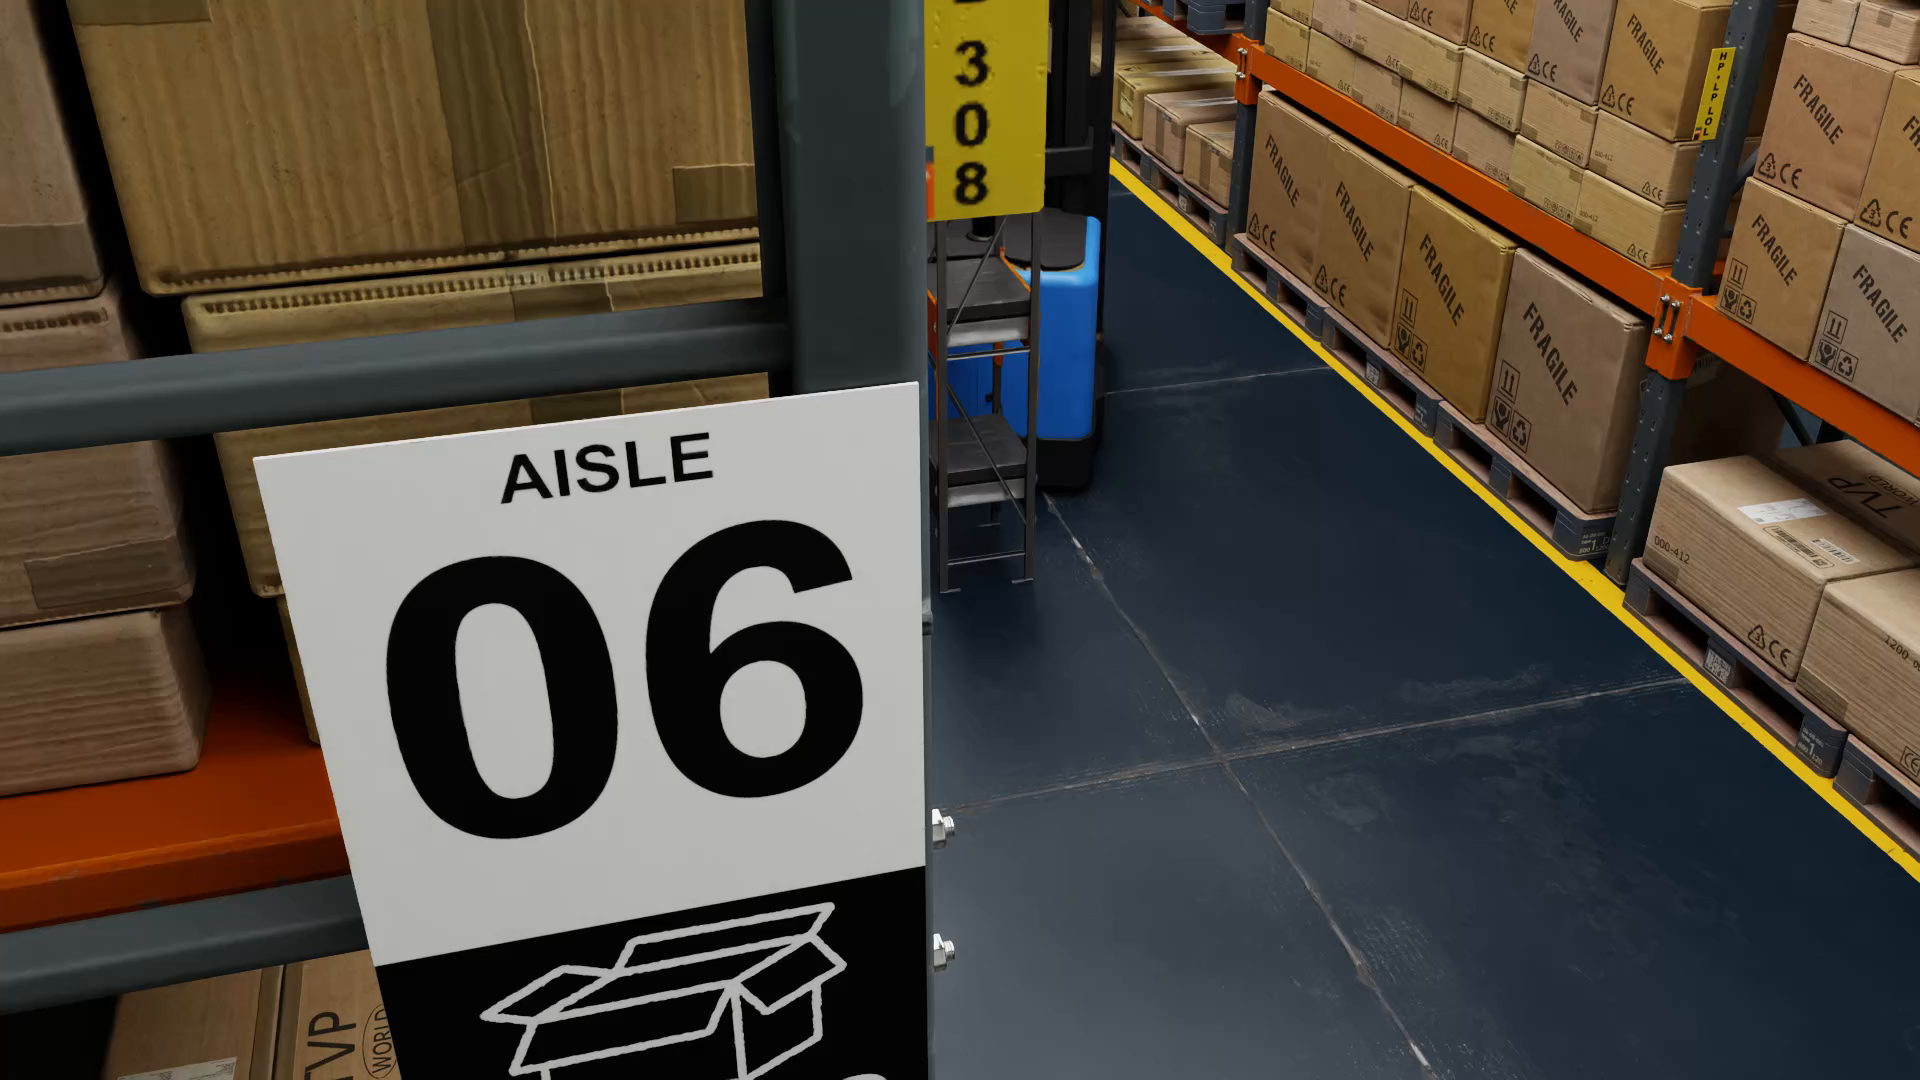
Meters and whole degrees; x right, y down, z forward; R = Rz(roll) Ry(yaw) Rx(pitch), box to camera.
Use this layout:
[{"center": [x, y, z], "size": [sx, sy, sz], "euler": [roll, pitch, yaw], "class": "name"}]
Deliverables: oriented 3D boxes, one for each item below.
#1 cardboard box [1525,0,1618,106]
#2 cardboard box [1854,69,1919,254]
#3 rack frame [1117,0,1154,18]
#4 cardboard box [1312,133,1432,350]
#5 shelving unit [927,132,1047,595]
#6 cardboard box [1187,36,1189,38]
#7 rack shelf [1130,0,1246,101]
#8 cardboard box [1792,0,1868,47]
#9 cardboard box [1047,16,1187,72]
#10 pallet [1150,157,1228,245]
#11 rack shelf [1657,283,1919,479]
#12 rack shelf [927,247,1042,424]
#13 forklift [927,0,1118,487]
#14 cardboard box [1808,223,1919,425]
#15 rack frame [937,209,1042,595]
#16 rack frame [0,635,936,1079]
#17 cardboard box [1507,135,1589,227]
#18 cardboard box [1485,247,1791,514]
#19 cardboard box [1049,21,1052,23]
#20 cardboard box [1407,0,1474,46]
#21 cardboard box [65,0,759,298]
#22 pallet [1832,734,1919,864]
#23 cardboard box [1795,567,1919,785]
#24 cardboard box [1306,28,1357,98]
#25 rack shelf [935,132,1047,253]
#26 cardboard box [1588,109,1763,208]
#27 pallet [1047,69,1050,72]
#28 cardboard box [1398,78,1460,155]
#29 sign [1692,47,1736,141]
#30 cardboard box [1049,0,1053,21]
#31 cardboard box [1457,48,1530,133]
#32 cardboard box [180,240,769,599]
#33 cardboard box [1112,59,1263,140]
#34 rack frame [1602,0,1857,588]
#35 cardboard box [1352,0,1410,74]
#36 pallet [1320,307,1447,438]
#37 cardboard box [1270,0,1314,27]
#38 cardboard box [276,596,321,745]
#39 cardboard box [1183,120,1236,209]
[{"center": [2.700, -2.102, 6.789], "size": [0.500, 0.500, 0.500], "euler": [-7, 31, -12], "class": "cardboard box"}, {"center": [3.226, -1.164, 5.168], "size": [0.500, 0.500, 0.500], "euler": [-8, 31, -14], "class": "cardboard box"}, {"center": [1.082, -5.058, 12.995], "size": [1.000, 3.000, 0.127], "euler": [-8, 31, -13], "class": "rack frame"}, {"center": [2.480, -1.613, 8.743], "size": [0.875, 0.875, 0.875], "euler": [-7, 31, -13], "class": "cardboard box"}, {"center": [0.044, -0.829, 6.586], "size": [0.431, 2.100, 0.503], "euler": [-8, 31, -13], "class": "shelving unit"}, {"center": [2.110, -4.676, 14.827], "size": [0.500, 0.500, 0.500], "euler": [13, 32, 21], "class": "cardboard box"}, {"center": [1.613, -3.781, 11.506], "size": [1.077, 0.370, 4.000], "euler": [-8, 31, -13], "class": "rack shelf"}, {"center": [3.039, -1.764, 5.558], "size": [0.380, 0.149, 0.250], "euler": [-8, 31, -14], "class": "cardboard box"}, {"center": [1.224, -3.850, 13.111], "size": [0.950, 0.372, 0.625], "euler": [-7, 31, -13], "class": "cardboard box"}, {"center": [1.938, -2.297, 11.008], "size": [1.003, 0.211, 1.213], "euler": [-8, 31, -13], "class": "pallet"}, {"center": [3.736, 0.083, 4.831], "size": [1.077, 0.370, 4.000], "euler": [-8, 31, -13], "class": "rack shelf"}, {"center": [0.044, -0.817, 6.593], "size": [0.431, 0.518, 0.480], "euler": [-8, 31, -13], "class": "rack shelf"}, {"center": [0.208, -2.217, 8.155], "size": [1.130, 2.935, 3.031], "euler": [3, 30, 4], "class": "forklift"}, {"center": [3.207, -0.733, 5.422], "size": [0.500, 0.500, 0.500], "euler": [-8, 31, -13], "class": "cardboard box"}, {"center": [0.109, -0.711, 6.382], "size": [0.400, 2.100, 0.015], "euler": [-8, 31, -13], "class": "rack frame"}, {"center": [-0.517, 1.399, 1.838], "size": [1.000, 3.000, 0.127], "euler": [-8, 31, -13], "class": "rack frame"}, {"center": [2.709, -1.559, 7.099], "size": [0.500, 0.250, 0.500], "euler": [-8, 31, -14], "class": "cardboard box"}, {"center": [2.964, -0.745, 7.245], "size": [0.875, 0.875, 0.875], "euler": [-7, 31, -12], "class": "cardboard box"}, {"center": [0.666, -4.300, 14.010], "size": [0.500, 0.250, 0.500], "euler": [-6, 31, -11], "class": "cardboard box"}, {"center": [2.433, -2.597, 7.645], "size": [0.500, 0.500, 0.500], "euler": [-7, 31, -12], "class": "cardboard box"}, {"center": [-0.393, -0.427, 1.353], "size": [0.500, 0.250, 0.500], "euler": [-8, 31, -14], "class": "cardboard box"}, {"center": [3.659, 0.980, 5.345], "size": [1.003, 0.211, 1.213], "euler": [-8, 31, -13], "class": "pallet"}, {"center": [3.507, 0.482, 5.561], "size": [0.875, 0.438, 0.875], "euler": [-9, 31, -15], "class": "cardboard box"}, {"center": [2.184, -2.546, 8.804], "size": [0.500, 0.250, 0.500], "euler": [-9, 31, -15], "class": "cardboard box"}, {"center": [0.044, -1.423, 6.242], "size": [0.431, 0.518, 0.480], "euler": [-8, 31, -13], "class": "rack shelf"}, {"center": [2.854, -1.527, 6.544], "size": [0.500, 0.250, 0.500], "euler": [-8, 31, -13], "class": "cardboard box"}, {"center": [1.290, -3.476, 13.044], "size": [1.003, 0.211, 1.213], "euler": [-8, 31, -13], "class": "pallet"}, {"center": [2.452, -2.054, 7.954], "size": [0.500, 0.250, 0.500], "euler": [-8, 31, -13], "class": "cardboard box"}, {"center": [2.685, -1.584, 5.916], "size": [0.100, 0.325, 0.005], "euler": [-8, 31, -13], "class": "sign"}, {"center": [0.666, -4.625, 13.823], "size": [0.500, 0.500, 0.500], "euler": [-8, 31, -14], "class": "cardboard box"}, {"center": [2.571, -2.016, 7.390], "size": [0.500, 0.250, 0.500], "euler": [-7, 31, -12], "class": "cardboard box"}, {"center": [-0.372, -0.213, 1.483], "size": [0.500, 0.250, 0.500], "euler": [-8, 31, -14], "class": "cardboard box"}, {"center": [1.604, -3.167, 11.932], "size": [0.950, 0.372, 0.625], "euler": [-7, 31, -12], "class": "cardboard box"}, {"center": [3.206, -1.194, 6.319], "size": [1.000, 3.000, 0.127], "euler": [-8, 31, -13], "class": "rack frame"}, {"center": [2.297, -2.508, 8.240], "size": [0.500, 0.250, 0.500], "euler": [-8, 31, -13], "class": "cardboard box"}, {"center": [2.601, -0.941, 8.664], "size": [1.003, 0.211, 1.213], "euler": [-8, 31, -13], "class": "pallet"}, {"center": [2.040, -3.000, 9.090], "size": [0.500, 0.250, 0.500], "euler": [-8, 31, -14], "class": "cardboard box"}, {"center": [-0.378, 0.025, 1.469], "size": [0.380, 0.149, 0.250], "euler": [-7, 31, -12], "class": "cardboard box"}, {"center": [2.003, -2.445, 10.684], "size": [0.950, 0.372, 0.625], "euler": [-10, 32, -17], "class": "cardboard box"}]
